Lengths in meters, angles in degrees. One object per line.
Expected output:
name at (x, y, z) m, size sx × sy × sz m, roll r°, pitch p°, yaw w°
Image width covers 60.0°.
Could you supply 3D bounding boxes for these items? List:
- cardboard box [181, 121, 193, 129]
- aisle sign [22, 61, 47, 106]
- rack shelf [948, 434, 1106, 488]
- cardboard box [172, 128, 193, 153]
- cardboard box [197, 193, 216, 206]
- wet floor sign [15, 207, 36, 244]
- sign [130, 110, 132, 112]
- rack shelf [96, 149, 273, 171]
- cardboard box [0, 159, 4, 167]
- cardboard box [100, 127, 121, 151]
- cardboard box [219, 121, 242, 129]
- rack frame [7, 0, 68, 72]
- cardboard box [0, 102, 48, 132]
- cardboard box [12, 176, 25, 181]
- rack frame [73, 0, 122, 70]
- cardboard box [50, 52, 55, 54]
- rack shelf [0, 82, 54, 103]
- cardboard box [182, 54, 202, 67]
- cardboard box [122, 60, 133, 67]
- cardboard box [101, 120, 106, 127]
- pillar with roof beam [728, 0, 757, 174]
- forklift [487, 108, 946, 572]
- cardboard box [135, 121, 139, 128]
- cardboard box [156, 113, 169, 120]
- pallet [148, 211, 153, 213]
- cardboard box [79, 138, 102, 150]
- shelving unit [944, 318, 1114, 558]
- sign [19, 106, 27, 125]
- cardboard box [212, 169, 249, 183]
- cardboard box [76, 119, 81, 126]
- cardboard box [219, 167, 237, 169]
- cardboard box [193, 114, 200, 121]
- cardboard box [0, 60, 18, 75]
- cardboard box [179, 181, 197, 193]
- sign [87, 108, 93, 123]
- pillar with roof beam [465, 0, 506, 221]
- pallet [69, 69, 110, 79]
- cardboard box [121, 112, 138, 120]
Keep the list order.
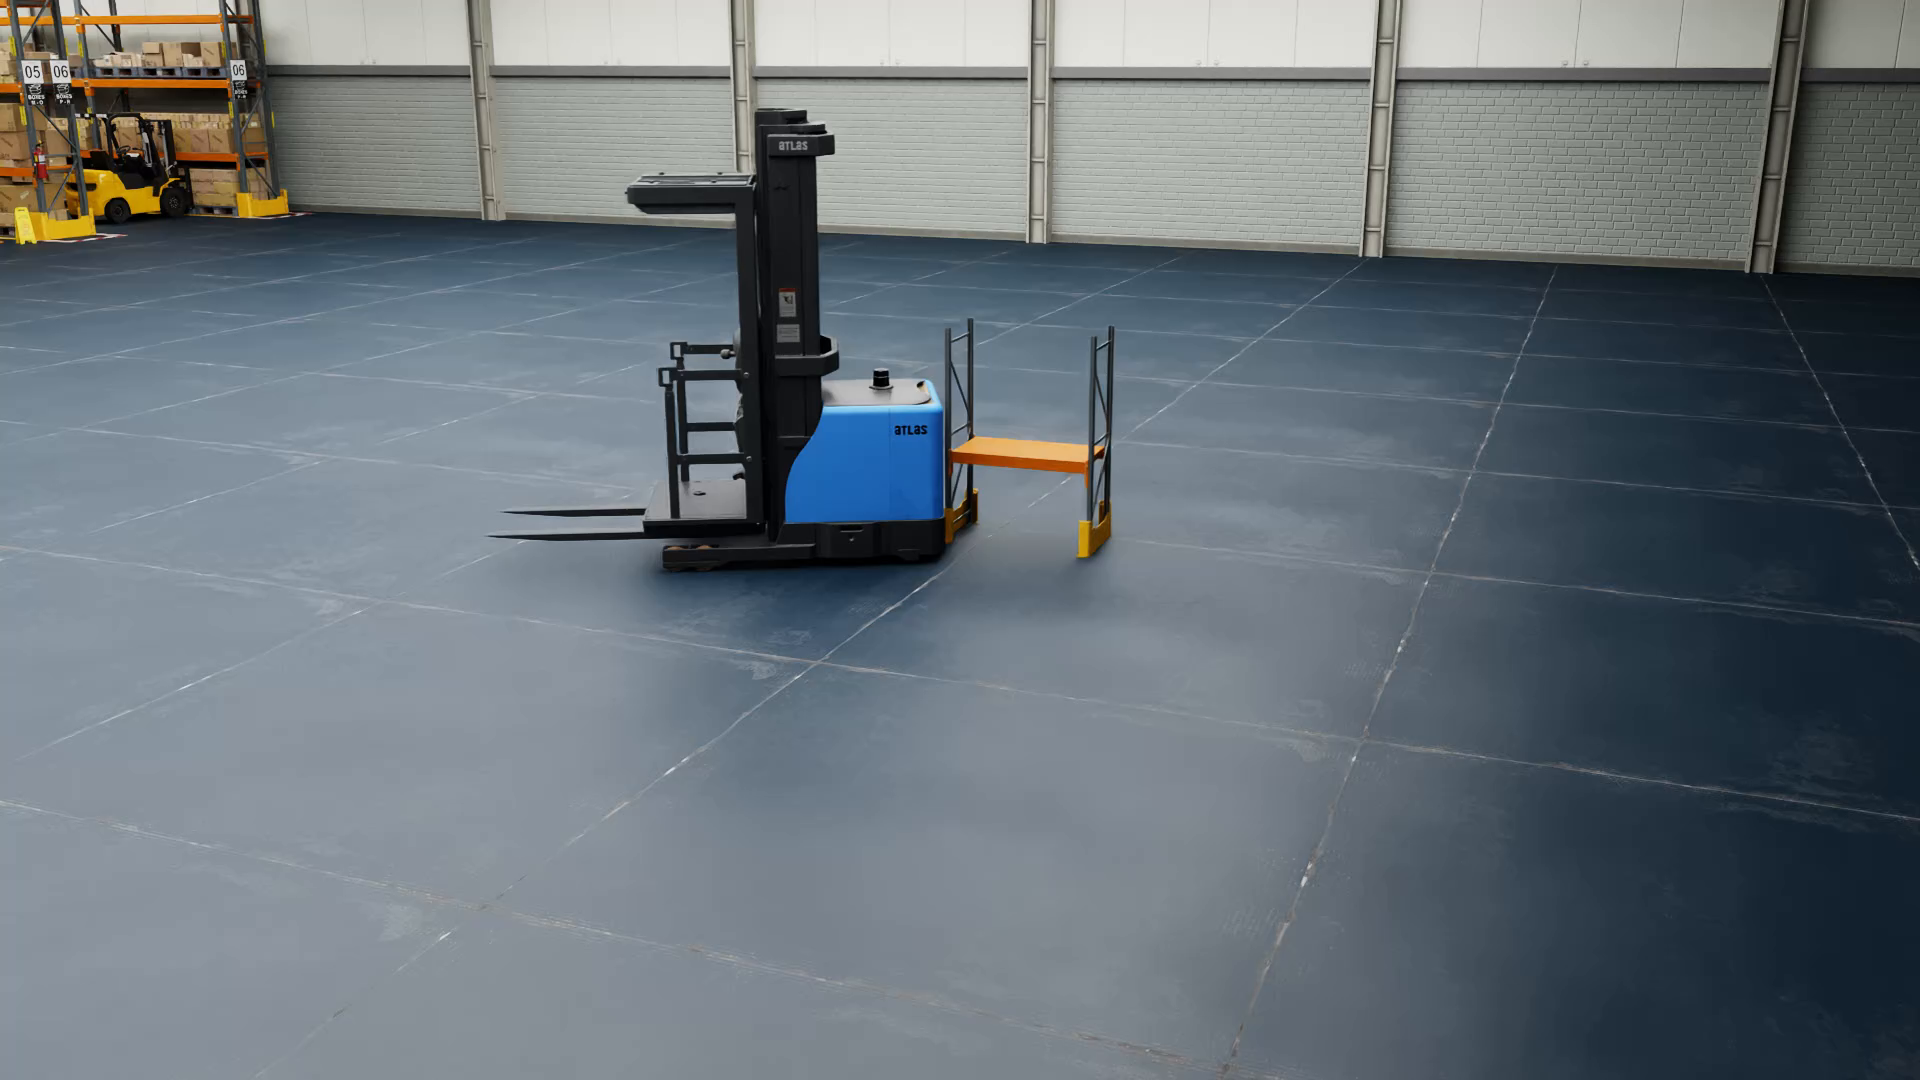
cardboard box at (-16.369, -8.861, 35.473) m, size 0.250 × 0.149 × 0.380 m, roll 6°, pitch 17°, yaw 19°
aisle sign at (-16.851, -8.313, 30.267) m, size 0.004 × 0.787 × 0.394 m, roll 6°, pitch 17°, yaw 21°
rack shelf at (0.476, -0.554, 11.537) m, size 1.000 × 0.185 × 0.538 m, roll 6°, pitch 17°, yaw 19°
cardboard box at (-16.494, -8.572, 35.642) m, size 0.500 × 0.500 × 0.500 m, roll 6°, pitch 17°, yaw 20°
cardboard box at (-15.996, -7.335, 35.738) m, size 0.500 × 0.250 × 0.500 m, roll 6°, pitch 17°, yaw 21°
wet floor sign at (-17.018, -5.719, 30.216) m, size 0.232 × 0.644 × 0.267 m, roll 14°, pitch 21°, yaw 40°
sign at (-18.503, -9.441, 37.120) m, size 0.005 × 0.325 × 0.100 m, roll 6°, pitch 17°, yaw 21°
rack shelf at (-16.845, -8.293, 36.151) m, size 4.000 × 0.370 × 1.077 m, roll 6°, pitch 17°, yaw 21°
cardboard box at (-17.735, -7.038, 30.986) m, size 0.250 × 0.149 × 0.380 m, roll 6°, pitch 17°, yaw 20°
cardboard box at (-18.388, -8.778, 36.352) m, size 0.500 × 0.500 × 0.500 m, roll 6°, pitch 17°, yaw 19°
cardboard box at (-15.410, -8.757, 35.114) m, size 0.250 × 0.149 × 0.380 m, roll 7°, pitch 17°, yaw 21°
rack frame at (-16.802, -10.028, 30.074) m, size 0.127 × 3.000 × 1.000 m, roll 6°, pitch 17°, yaw 21°
cardboard box at (-17.357, -7.813, 30.701) m, size 0.500 × 0.500 × 0.700 m, roll 6°, pitch 17°, yaw 19°
cardboard box at (-21.240, -8.182, 37.982) m, size 0.625 × 0.625 × 0.875 m, roll 7°, pitch 18°, yaw 22°
rack frame at (-18.705, -11.725, 35.919) m, size 0.127 × 3.000 × 1.000 m, roll 6°, pitch 17°, yaw 21°
cardboard box at (-20.182, -10.580, 36.585) m, size 0.500 × 0.311 × 0.500 m, roll 6°, pitch 17°, yaw 19°
rack shelf at (-18.663, -8.446, 31.297) m, size 4.000 × 0.370 × 1.077 m, roll 6°, pitch 17°, yaw 21°
cardboard box at (-16.102, -10.092, 34.984) m, size 0.258 × 0.266 × 0.396 m, roll 6°, pitch 17°, yaw 21°
cardboard box at (-17.684, -10.210, 35.600) m, size 0.250 × 0.149 × 0.380 m, roll 7°, pitch 18°, yaw 22°
cardboard box at (-18.505, -9.102, 36.304) m, size 0.250 × 0.149 × 0.380 m, roll 6°, pitch 17°, yaw 20°
pillar with roof beam at (-5.718, -9.276, 27.486) m, size 0.400 × 9.000 × 9.100 m, roll 6°, pitch 17°, yaw 21°
forklift at (-1.644, -1.352, 11.074) m, size 3.031 × 2.935 × 1.130 m, roll -1°, pitch 16°, yaw -5°
cardboard box at (-17.565, -8.985, 35.900) m, size 0.250 × 0.149 × 0.380 m, roll 6°, pitch 17°, yaw 20°
cardboard box at (-17.052, -9.104, 35.777) m, size 0.250 × 0.149 × 0.380 m, roll 6°, pitch 17°, yaw 21°
pallet at (-17.981, -7.412, 36.827) m, size 1.213 × 0.211 × 1.003 m, roll 6°, pitch 17°, yaw 21°
cardboard box at (-19.270, -8.755, 36.720) m, size 0.500 × 0.250 × 0.500 m, roll 7°, pitch 17°, yaw 22°
shelving unit at (0.467, -0.728, 11.490) m, size 1.083 × 1.500 × 0.587 m, roll 6°, pitch 17°, yaw 19°
sign at (-17.024, -7.712, 30.216) m, size 0.005 × 0.325 × 0.100 m, roll 6°, pitch 17°, yaw 21°
cardboard box at (-15.527, -7.762, 35.415) m, size 0.500 × 0.250 × 0.500 m, roll 7°, pitch 18°, yaw 22°
cardboard box at (-19.351, -9.202, 36.648) m, size 0.250 × 0.149 × 0.380 m, roll 6°, pitch 17°, yaw 20°
cardboard box at (-15.828, -7.944, 36.043) m, size 0.500 × 0.250 × 0.500 m, roll 6°, pitch 17°, yaw 21°
cardboard box at (-16.093, -9.000, 35.420) m, size 0.250 × 0.149 × 0.380 m, roll 6°, pitch 17°, yaw 21°
cardboard box at (-17.377, -8.640, 30.411) m, size 0.500 × 0.250 × 0.500 m, roll 6°, pitch 17°, yaw 20°
cardboard box at (-16.502, -7.626, 35.843) m, size 0.500 × 0.250 × 0.500 m, roll 6°, pitch 17°, yaw 19°
sign at (-18.895, -9.220, 36.117) m, size 0.005 × 0.325 × 0.100 m, roll 6°, pitch 17°, yaw 21°
pillar with roof beam at (-11.299, -9.890, 29.600) m, size 0.400 × 9.000 × 9.100 m, roll 6°, pitch 17°, yaw 21°
pallet at (-19.531, -10.279, 36.663) m, size 1.217 × 0.209 × 0.805 m, roll 6°, pitch 17°, yaw 18°
cardboard box at (-18.001, -9.209, 36.139) m, size 0.250 × 0.149 × 0.380 m, roll 6°, pitch 17°, yaw 20°
